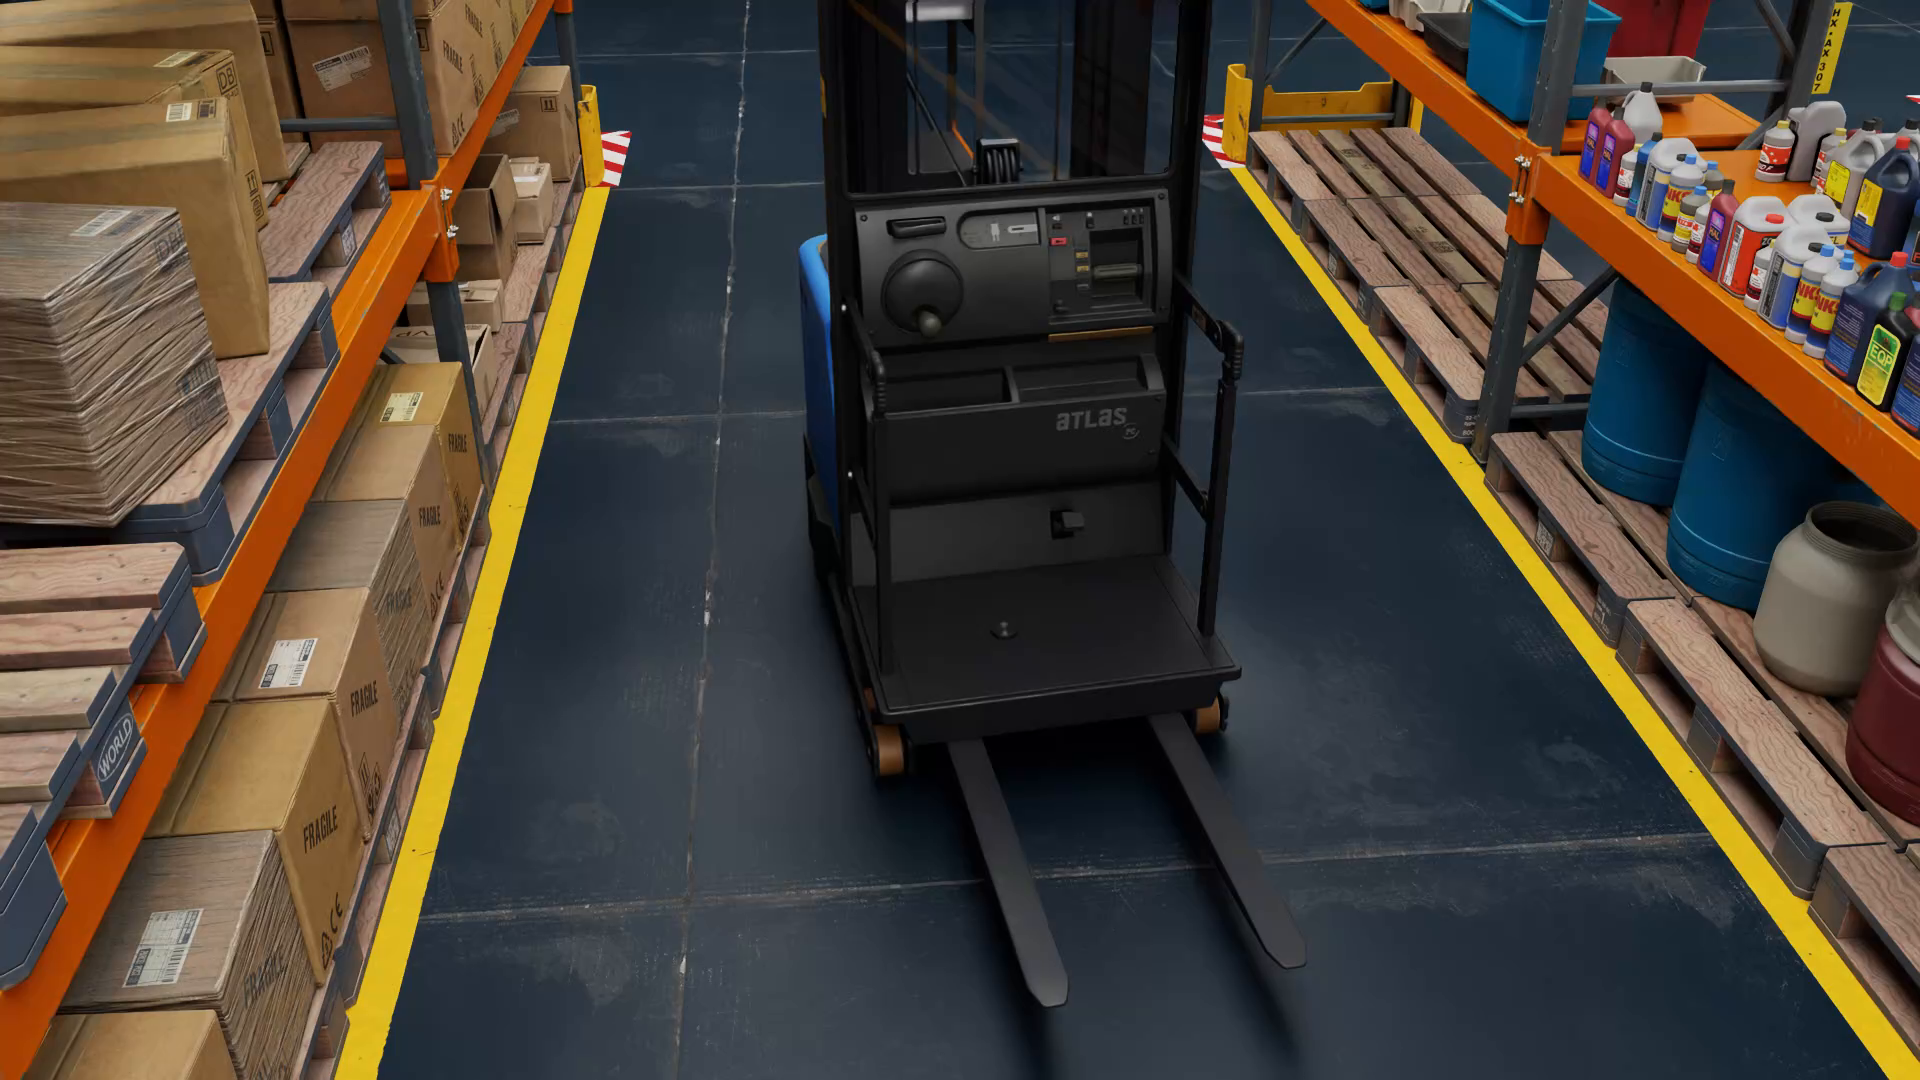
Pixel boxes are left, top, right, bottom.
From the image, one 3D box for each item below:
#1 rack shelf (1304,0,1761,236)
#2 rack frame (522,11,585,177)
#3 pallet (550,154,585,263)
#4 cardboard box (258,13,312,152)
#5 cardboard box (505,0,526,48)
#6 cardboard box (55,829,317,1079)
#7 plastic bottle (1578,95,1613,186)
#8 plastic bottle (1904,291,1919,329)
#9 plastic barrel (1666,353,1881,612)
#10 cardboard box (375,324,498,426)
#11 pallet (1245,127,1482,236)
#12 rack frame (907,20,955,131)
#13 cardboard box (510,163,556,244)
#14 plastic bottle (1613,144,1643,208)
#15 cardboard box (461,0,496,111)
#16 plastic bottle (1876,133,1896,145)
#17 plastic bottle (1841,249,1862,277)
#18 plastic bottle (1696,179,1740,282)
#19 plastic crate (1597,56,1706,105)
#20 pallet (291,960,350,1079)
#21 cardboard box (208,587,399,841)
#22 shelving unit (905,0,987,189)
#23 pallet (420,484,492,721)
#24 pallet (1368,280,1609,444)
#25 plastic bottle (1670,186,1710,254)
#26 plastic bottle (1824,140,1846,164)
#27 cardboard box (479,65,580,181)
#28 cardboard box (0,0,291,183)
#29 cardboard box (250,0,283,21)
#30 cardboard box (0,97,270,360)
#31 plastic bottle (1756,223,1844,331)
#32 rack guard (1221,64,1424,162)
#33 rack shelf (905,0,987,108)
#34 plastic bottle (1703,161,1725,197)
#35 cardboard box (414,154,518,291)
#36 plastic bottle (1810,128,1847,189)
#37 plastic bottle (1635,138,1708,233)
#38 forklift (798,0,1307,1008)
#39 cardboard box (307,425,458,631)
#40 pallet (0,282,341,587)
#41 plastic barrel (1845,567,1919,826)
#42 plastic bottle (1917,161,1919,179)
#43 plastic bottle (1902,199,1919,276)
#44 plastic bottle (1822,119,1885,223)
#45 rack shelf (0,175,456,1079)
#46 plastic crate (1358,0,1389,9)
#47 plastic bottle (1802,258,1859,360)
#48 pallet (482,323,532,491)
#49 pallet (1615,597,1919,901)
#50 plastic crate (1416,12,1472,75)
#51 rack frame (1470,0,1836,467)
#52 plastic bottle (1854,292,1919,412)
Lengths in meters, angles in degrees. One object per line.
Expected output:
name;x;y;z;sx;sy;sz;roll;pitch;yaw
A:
rack shelf;2.418;-2.354;7.967;1.077;0.370;4.000;-3;31;-5
rack frame;-2.701;-3.448;9.098;1.000;3.000;0.127;-3;31;-5
pallet;-2.619;-1.805;9.066;1.003;0.211;1.213;-3;31;-5
cardboard box;-2.630;-1.692;6.060;0.500;0.500;0.500;-2;31;-4
cardboard box;-2.248;-2.498;7.410;0.500;0.500;0.500;-3;31;-5
cardboard box;-1.766;1.007;3.647;0.500;0.500;0.500;-4;31;-6
plastic bottle;2.214;-1.384;5.755;0.061;0.283;0.133;-3;31;-5
plastic bottle;2.440;-0.484;4.249;0.061;0.283;0.133;-3;31;-5
plastic barrel;2.704;-0.281;5.432;0.600;0.901;0.708;-3;31;-5
cardboard box;-2.151;-0.665;6.631;0.500;0.311;0.500;-3;31;-5
pallet;2.269;-2.063;9.499;1.003;0.211;1.213;-3;31;-5
rack frame;-0.215;-1.405;6.555;0.400;2.100;0.015;-6;31;-10
cardboard box;-2.346;-1.704;8.430;0.500;0.250;0.500;-3;31;-5
plastic bottle;2.255;-1.222;5.565;0.097;0.201;0.097;0;31;0
cardboard box;-2.155;-1.983;6.548;0.500;0.500;0.500;-2;31;-4
plastic bottle;2.997;-1.216;5.481;0.152;0.276;0.135;-3;31;-5
plastic bottle;2.499;-0.726;4.734;0.097;0.201;0.097;0;31;0
plastic bottle;2.297;-0.930;4.996;0.061;0.283;0.133;-3;31;-5
plastic crate;2.703;-1.798;6.534;0.396;0.136;0.243;-3;31;-5
pallet;-1.986;1.450;3.616;1.003;0.211;1.213;-3;31;-5
cardboard box;-1.862;0.485;4.522;0.500;0.500;0.500;-4;31;-6
shelving unit;-0.164;-1.283;6.350;0.431;2.100;0.503;-6;31;-10
pallet;-2.214;0.205;5.702;1.003;0.211;1.213;-3;31;-5
pallet;2.497;-0.818;7.413;1.003;0.211;1.213;-3;31;-5
plastic bottle;2.295;-1.004;5.200;0.097;0.201;0.097;0;31;0
plastic bottle;2.953;-1.241;5.597;0.097;0.201;0.097;0;31;0
cardboard box;-2.405;-2.298;9.181;0.500;0.500;0.500;-3;31;-5
cardboard box;-2.506;-1.377;5.122;0.700;0.500;0.500;-13;33;-21
cardboard box;-2.633;-2.124;5.808;0.500;0.500;0.500;-3;31;-4
cardboard box;-2.101;-0.730;4.040;0.700;0.500;0.500;-11;32;-17
plastic bottle;2.377;-0.742;4.689;0.152;0.276;0.135;-3;31;-5
rack guard;2.216;-2.622;10.152;1.175;0.500;0.348;-3;31;-5
rack shelf;-0.164;-1.872;5.998;0.431;0.518;0.480;-6;31;-10
plastic bottle;2.425;-1.130;5.411;0.097;0.201;0.097;0;31;0
cardboard box;-2.508;-1.482;7.811;0.797;0.503;0.637;-3;31;-5
plastic bottle;3.001;-1.312;5.716;0.097;0.201;0.097;0;31;0
plastic bottle;2.303;-1.147;5.366;0.152;0.276;0.135;-3;31;-5
forklift;0.210;-0.750;4.648;1.130;2.935;3.031;-6;31;-10
cardboard box;-1.958;-0.031;5.385;0.500;0.500;0.500;-3;31;-4
pallet;-2.140;-0.274;3.971;1.003;0.211;1.213;-3;31;-5
plastic barrel;2.810;0.430;4.546;0.600;0.588;0.708;-3;31;-5
plastic bottle;3.033;-1.072;5.168;0.144;0.351;0.185;-3;31;-5
plastic bottle;2.922;-0.941;5.026;0.097;0.271;0.097;0;31;0
plastic bottle;2.873;-1.160;5.314;0.144;0.351;0.185;-3;31;-5
rack shelf;-2.141;-0.076;4.154;1.077;0.370;4.000;-3;31;-5
plastic crate;2.077;-2.670;7.900;0.416;0.233;0.300;-3;31;-5
plastic bottle;2.369;-0.630;4.505;0.097;0.271;0.097;0;31;0
pallet;-2.391;-0.559;6.981;1.003;0.211;1.213;-3;31;-5
pallet;2.752;0.576;5.080;1.003;0.211;1.213;-3;31;-5
plastic crate;2.232;-2.108;7.063;0.437;0.125;0.590;-3;31;-5
rack frame;2.604;-1.641;6.073;1.000;3.000;0.127;-3;31;-5
plastic bottle;2.379;-0.481;4.244;0.061;0.283;0.133;-3;31;-5
